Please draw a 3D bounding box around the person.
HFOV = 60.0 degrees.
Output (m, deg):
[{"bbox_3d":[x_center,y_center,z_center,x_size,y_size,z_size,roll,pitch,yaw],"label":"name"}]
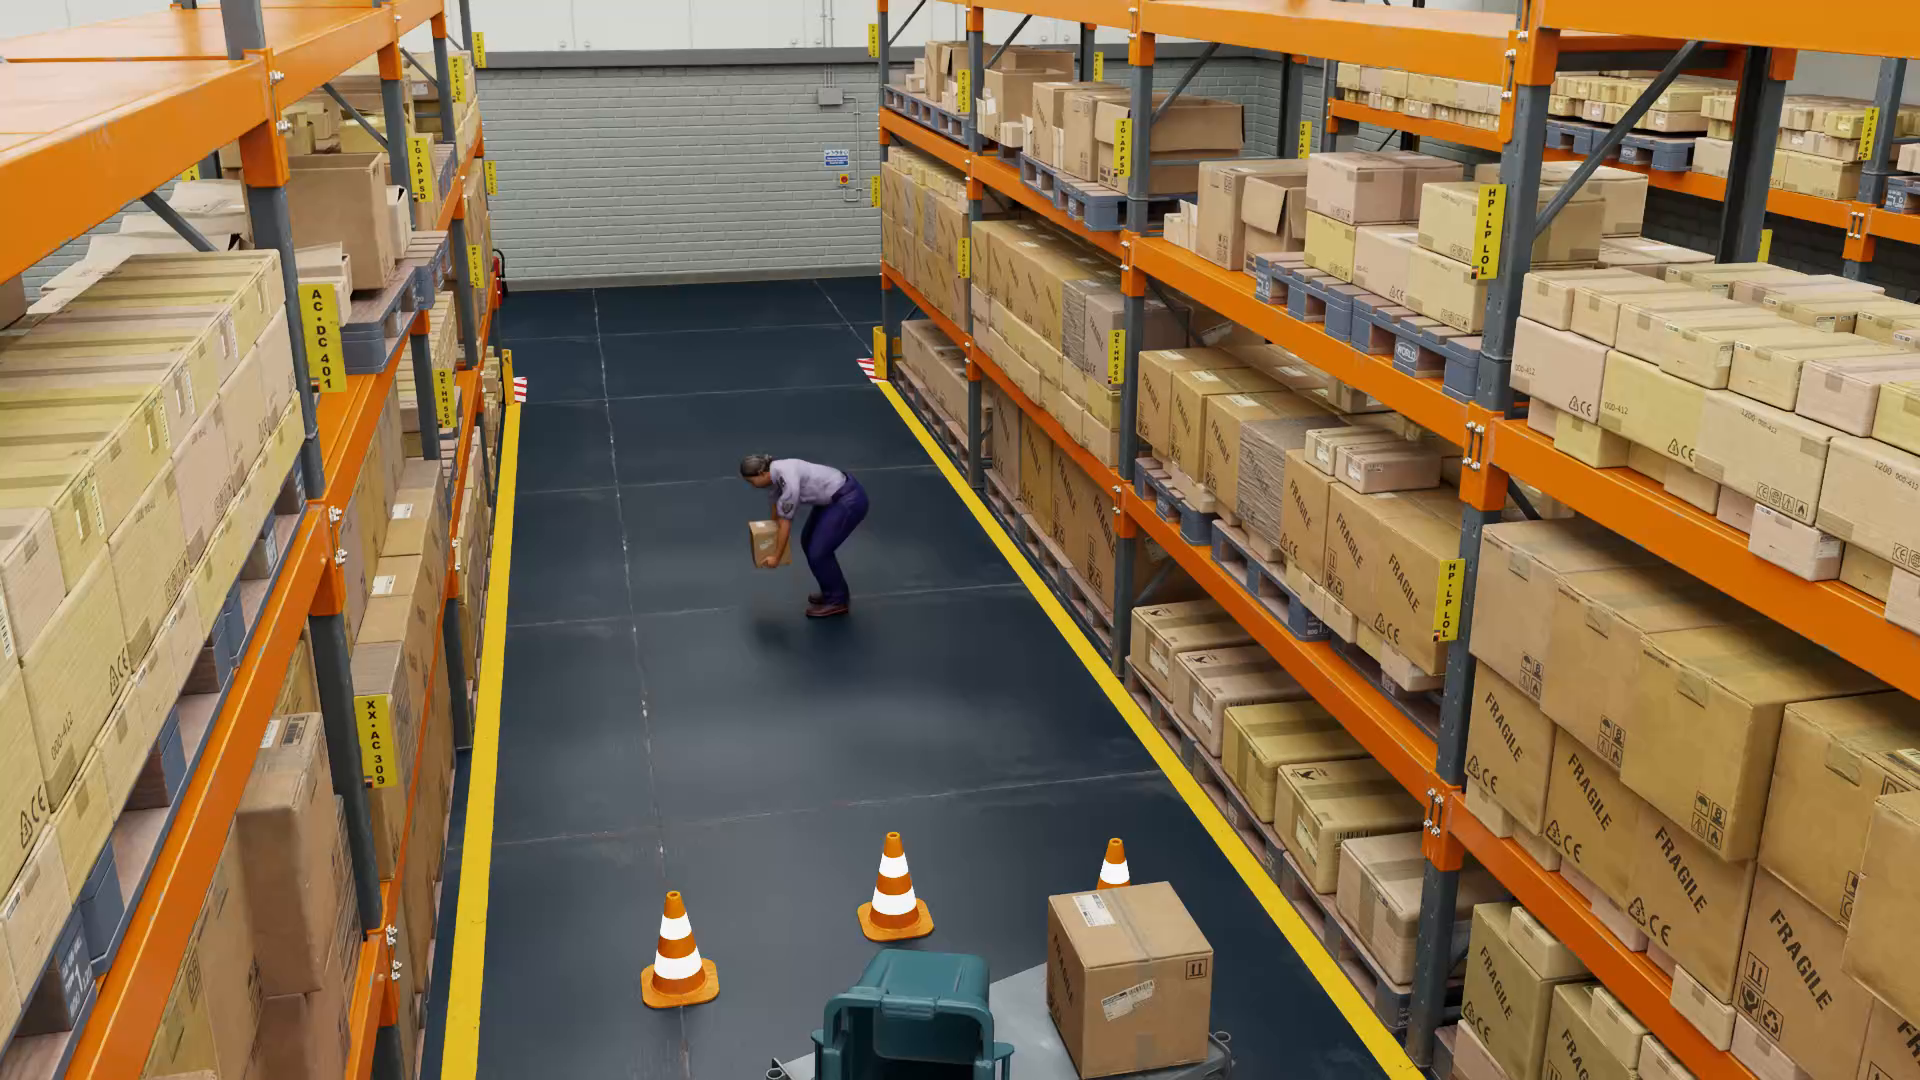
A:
[{"bbox_3d":[-1.067,-0.062,11.481,0.867,1.170,0.476,-5,20,-15],"label":"person"}]
